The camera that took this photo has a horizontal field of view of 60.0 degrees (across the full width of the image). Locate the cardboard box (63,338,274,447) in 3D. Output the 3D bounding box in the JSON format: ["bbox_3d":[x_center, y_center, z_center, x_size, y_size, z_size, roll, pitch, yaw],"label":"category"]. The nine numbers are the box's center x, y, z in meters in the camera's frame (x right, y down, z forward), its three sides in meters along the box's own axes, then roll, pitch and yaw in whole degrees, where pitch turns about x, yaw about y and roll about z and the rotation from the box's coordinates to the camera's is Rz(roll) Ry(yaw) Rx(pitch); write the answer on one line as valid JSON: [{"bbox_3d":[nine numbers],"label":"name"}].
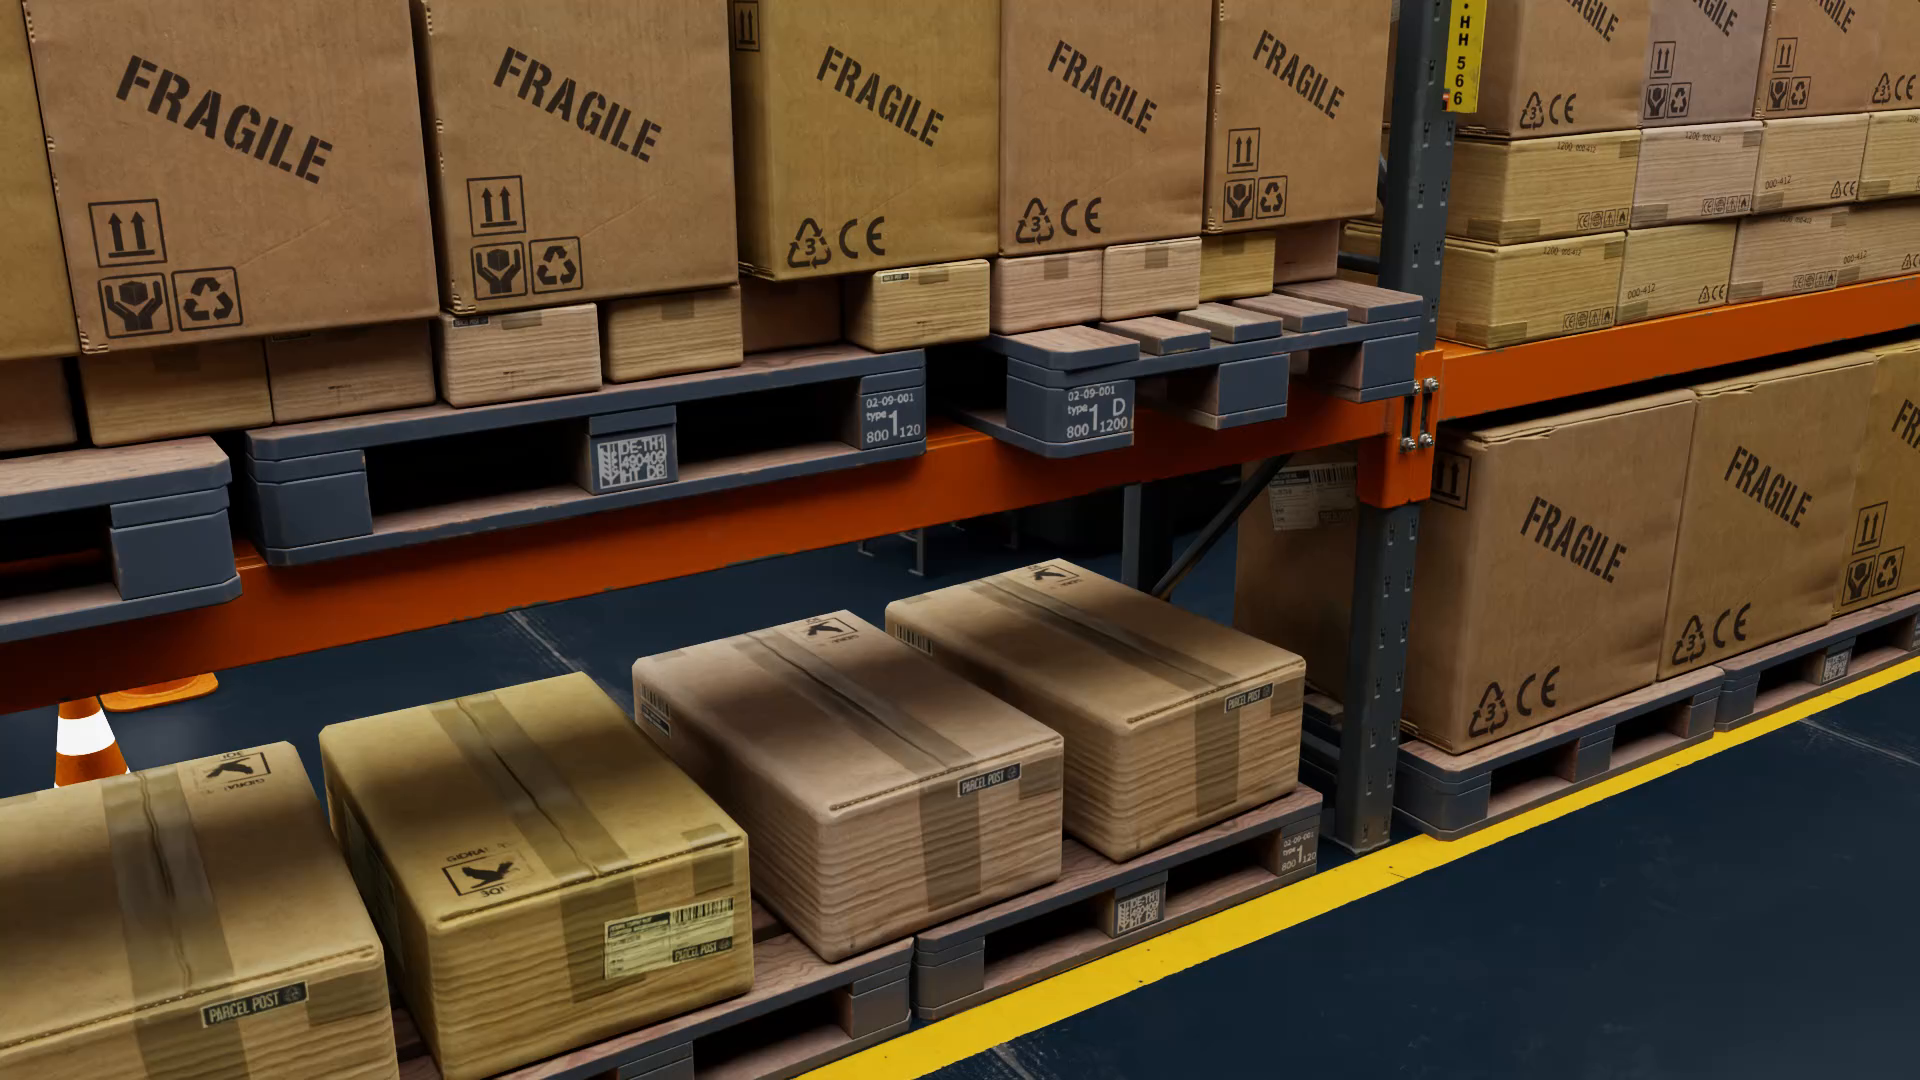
[{"bbox_3d":[-1.256,-0.275,2.612,0.250,0.149,0.380,-12,22,-31],"label":"cardboard box"}]

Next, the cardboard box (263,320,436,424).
[{"bbox_3d":[-1.049,-0.318,2.740,0.250,0.149,0.380,-12,22,-31],"label":"cardboard box"}]

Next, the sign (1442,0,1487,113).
[{"bbox_3d":[1.110,-1.109,3.656,0.005,0.325,0.100,-12,22,-31],"label":"sign"}]

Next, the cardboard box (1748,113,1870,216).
[{"bbox_3d":[2.218,-1.105,4.784,0.500,0.250,0.500,-12,22,-32],"label":"cardboard box"}]

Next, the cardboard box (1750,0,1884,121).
[{"bbox_3d":[2.199,-1.460,4.664,0.500,0.500,0.500,-11,22,-30],"label":"cardboard box"}]

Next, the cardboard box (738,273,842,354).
[{"bbox_3d":[-0.427,-0.472,3.195,0.250,0.149,0.380,-12,22,-31],"label":"cardboard box"}]

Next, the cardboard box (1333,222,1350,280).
[{"bbox_3d":[1.083,-0.829,4.746,0.500,0.250,0.500,-13,23,-33],"label":"cardboard box"}]

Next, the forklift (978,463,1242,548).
[{"bbox_3d":[1.210,-1.734,7.299,3.031,2.935,1.130,-16,24,-39],"label":"forklift"}]

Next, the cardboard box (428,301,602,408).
[{"bbox_3d":[-0.798,-0.351,2.837,0.250,0.149,0.380,-11,22,-29],"label":"cardboard box"}]

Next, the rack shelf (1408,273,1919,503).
[{"bbox_3d":[2.474,-0.753,5.410,4.000,0.370,1.077,-12,22,-31],"label":"rack shelf"}]

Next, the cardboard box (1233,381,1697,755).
[{"bbox_3d":[1.426,-0.033,4.820,0.875,0.875,0.875,-12,22,-32],"label":"cardboard box"}]

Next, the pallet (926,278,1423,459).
[{"bbox_3d":[0.267,-0.496,3.828,1.003,0.211,1.213,-12,22,-31],"label":"pallet"}]

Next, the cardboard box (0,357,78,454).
[{"bbox_3d":[-1.494,-0.241,2.511,0.250,0.149,0.380,-10,21,-28],"label":"cardboard box"}]

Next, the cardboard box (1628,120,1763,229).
[{"bbox_3d":[1.795,-1.021,4.534,0.500,0.250,0.500,-11,22,-30],"label":"cardboard box"}]

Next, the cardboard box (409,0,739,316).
[{"bbox_3d":[-0.726,-0.695,2.840,0.500,0.500,0.500,-13,23,-34],"label":"cardboard box"}]

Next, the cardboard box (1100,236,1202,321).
[{"bbox_3d":[0.289,-0.577,3.506,0.250,0.149,0.380,-12,22,-32],"label":"cardboard box"}]

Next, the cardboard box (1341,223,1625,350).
[{"bbox_3d":[1.351,-0.689,4.333,0.500,0.250,0.500,-12,22,-32],"label":"cardboard box"}]

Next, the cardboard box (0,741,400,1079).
[{"bbox_3d":[-1.502,0.789,3.175,0.625,0.372,0.950,-10,21,-28],"label":"cardboard box"}]

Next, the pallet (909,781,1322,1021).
[{"bbox_3d":[0.150,0.717,4.294,1.213,0.211,1.003,-12,22,-31],"label":"pallet"}]

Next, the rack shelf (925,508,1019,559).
[{"bbox_3d":[-0.085,-0.273,6.503,0.480,0.518,0.431,-16,24,-39],"label":"rack shelf"}]

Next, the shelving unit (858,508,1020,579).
[{"bbox_3d":[-0.085,-0.949,6.274,0.503,2.100,0.431,-16,24,-39],"label":"shelving unit"}]

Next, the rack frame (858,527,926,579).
[{"bbox_3d":[-0.267,-0.897,6.120,0.015,2.100,0.400,-16,24,-39],"label":"rack frame"}]

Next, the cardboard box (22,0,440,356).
[{"bbox_3d":[-1.150,-0.601,2.564,0.500,0.500,0.500,-12,22,-32],"label":"cardboard box"}]

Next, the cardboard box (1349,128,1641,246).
[{"bbox_3d":[1.362,-0.930,4.266,0.500,0.250,0.500,-12,22,-32],"label":"cardboard box"}]

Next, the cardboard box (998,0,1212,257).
[{"bbox_3d":[0.151,-0.880,3.387,0.500,0.500,0.500,-12,22,-32],"label":"cardboard box"}]

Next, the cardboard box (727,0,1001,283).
[{"bbox_3d":[-0.270,-0.791,3.123,0.500,0.500,0.500,-14,23,-35],"label":"cardboard box"}]

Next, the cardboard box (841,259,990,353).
[{"bbox_3d":[-0.148,-0.483,3.226,0.250,0.149,0.380,-11,22,-30],"label":"cardboard box"}]

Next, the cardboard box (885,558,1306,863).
[{"bbox_3d":[0.326,0.402,4.320,0.625,0.372,0.950,-14,23,-35],"label":"cardboard box"}]

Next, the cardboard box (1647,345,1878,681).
[{"bbox_3d":[2.173,-0.189,5.282,0.875,0.875,0.875,-12,22,-31],"label":"cardboard box"}]

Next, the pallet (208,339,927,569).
[{"bbox_3d":[-0.827,-0.291,3.220,1.213,0.211,1.003,-12,22,-31],"label":"pallet"}]

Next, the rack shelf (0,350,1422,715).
[{"bbox_3d":[-0.867,-0.048,3.326,4.000,0.370,1.077,-12,22,-31],"label":"rack shelf"}]

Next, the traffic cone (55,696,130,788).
[{"bbox_3d":[-2.272,0.572,4.329,0.334,0.463,0.336,-12,22,-31],"label":"traffic cone"}]

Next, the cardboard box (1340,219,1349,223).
[{"bbox_3d":[1.068,-1.060,4.650,0.500,0.250,0.500,-12,22,-32],"label":"cardboard box"}]

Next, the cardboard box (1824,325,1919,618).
[{"bbox_3d":[2.920,-0.346,5.747,0.875,0.875,0.875,-11,22,-30],"label":"cardboard box"}]

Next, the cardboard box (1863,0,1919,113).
[{"bbox_3d":[2.623,-1.548,4.924,0.500,0.500,0.500,-12,22,-31],"label":"cardboard box"}]

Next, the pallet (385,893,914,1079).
[{"bbox_3d":[-0.868,0.931,3.662,1.213,0.211,1.003,-12,22,-31],"label":"pallet"}]

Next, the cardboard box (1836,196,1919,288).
[{"bbox_3d":[2.621,-0.963,5.143,0.500,0.250,0.500,-12,22,-31],"label":"cardboard box"}]

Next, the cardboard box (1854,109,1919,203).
[{"bbox_3d":[2.649,-1.191,5.038,0.500,0.250,0.500,-11,22,-30],"label":"cardboard box"}]

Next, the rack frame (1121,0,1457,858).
[{"bbox_3d":[0.803,-0.741,4.253,0.127,3.000,1.000,-12,22,-31],"label":"rack frame"}]

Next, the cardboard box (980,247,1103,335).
[{"bbox_3d":[0.075,-0.535,3.381,0.250,0.149,0.380,-13,23,-34],"label":"cardboard box"}]

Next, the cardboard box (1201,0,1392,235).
[{"bbox_3d":[0.577,-0.974,3.665,0.500,0.500,0.500,-13,22,-33],"label":"cardboard box"}]

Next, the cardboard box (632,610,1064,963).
[{"bbox_3d":[-0.286,0.534,3.929,0.625,0.372,0.950,-12,22,-32],"label":"cardboard box"}]

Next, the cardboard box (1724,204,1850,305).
[{"bbox_3d":[2.211,-0.875,4.883,0.500,0.250,0.500,-11,22,-30],"label":"cardboard box"}]

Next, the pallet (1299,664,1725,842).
[{"bbox_3d":[1.503,0.461,5.051,1.213,0.211,1.003,-12,22,-31],"label":"pallet"}]

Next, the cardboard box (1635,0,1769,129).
[{"bbox_3d":[1.759,-1.373,4.407,0.500,0.500,0.500,-12,22,-31],"label":"cardboard box"}]

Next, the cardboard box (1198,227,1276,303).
[{"bbox_3d":[0.475,-0.634,3.672,0.250,0.149,0.380,-12,22,-31],"label":"cardboard box"}]

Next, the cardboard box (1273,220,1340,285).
[{"bbox_3d":[0.659,-0.700,3.869,0.250,0.149,0.380,-11,22,-29],"label":"cardboard box"}]

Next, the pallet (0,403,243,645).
[{"bbox_3d":[-1.819,-0.041,2.483,1.213,0.211,1.003,-12,22,-31],"label":"pallet"}]

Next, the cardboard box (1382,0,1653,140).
[{"bbox_3d":[1.350,-1.284,4.140,0.500,0.500,0.500,-13,22,-33],"label":"cardboard box"}]

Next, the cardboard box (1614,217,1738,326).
[{"bbox_3d":[1.770,-0.784,4.615,0.500,0.250,0.500,-13,22,-33],"label":"cardboard box"}]

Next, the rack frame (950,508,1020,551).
[{"bbox_3d":[0.097,-1.001,6.428,0.015,2.100,0.400,-16,24,-39],"label":"rack frame"}]

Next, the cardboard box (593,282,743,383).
[{"bbox_3d":[-0.591,-0.406,2.999,0.250,0.149,0.380,-13,22,-33],"label":"cardboard box"}]

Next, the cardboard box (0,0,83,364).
[{"bbox_3d":[-1.570,-0.518,2.317,0.500,0.500,0.500,-12,22,-31],"label":"cardboard box"}]

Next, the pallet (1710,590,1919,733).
[{"bbox_3d":[2.521,0.248,5.683,1.213,0.211,1.003,-12,22,-31],"label":"pallet"}]

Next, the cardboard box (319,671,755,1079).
[{"bbox_3d":[-0.922,0.666,3.539,0.625,0.372,0.950,-11,22,-30],"label":"cardboard box"}]

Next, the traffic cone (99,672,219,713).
[{"bbox_3d":[-2.579,0.254,5.271,0.334,0.463,0.336,-12,22,-31],"label":"traffic cone"}]
